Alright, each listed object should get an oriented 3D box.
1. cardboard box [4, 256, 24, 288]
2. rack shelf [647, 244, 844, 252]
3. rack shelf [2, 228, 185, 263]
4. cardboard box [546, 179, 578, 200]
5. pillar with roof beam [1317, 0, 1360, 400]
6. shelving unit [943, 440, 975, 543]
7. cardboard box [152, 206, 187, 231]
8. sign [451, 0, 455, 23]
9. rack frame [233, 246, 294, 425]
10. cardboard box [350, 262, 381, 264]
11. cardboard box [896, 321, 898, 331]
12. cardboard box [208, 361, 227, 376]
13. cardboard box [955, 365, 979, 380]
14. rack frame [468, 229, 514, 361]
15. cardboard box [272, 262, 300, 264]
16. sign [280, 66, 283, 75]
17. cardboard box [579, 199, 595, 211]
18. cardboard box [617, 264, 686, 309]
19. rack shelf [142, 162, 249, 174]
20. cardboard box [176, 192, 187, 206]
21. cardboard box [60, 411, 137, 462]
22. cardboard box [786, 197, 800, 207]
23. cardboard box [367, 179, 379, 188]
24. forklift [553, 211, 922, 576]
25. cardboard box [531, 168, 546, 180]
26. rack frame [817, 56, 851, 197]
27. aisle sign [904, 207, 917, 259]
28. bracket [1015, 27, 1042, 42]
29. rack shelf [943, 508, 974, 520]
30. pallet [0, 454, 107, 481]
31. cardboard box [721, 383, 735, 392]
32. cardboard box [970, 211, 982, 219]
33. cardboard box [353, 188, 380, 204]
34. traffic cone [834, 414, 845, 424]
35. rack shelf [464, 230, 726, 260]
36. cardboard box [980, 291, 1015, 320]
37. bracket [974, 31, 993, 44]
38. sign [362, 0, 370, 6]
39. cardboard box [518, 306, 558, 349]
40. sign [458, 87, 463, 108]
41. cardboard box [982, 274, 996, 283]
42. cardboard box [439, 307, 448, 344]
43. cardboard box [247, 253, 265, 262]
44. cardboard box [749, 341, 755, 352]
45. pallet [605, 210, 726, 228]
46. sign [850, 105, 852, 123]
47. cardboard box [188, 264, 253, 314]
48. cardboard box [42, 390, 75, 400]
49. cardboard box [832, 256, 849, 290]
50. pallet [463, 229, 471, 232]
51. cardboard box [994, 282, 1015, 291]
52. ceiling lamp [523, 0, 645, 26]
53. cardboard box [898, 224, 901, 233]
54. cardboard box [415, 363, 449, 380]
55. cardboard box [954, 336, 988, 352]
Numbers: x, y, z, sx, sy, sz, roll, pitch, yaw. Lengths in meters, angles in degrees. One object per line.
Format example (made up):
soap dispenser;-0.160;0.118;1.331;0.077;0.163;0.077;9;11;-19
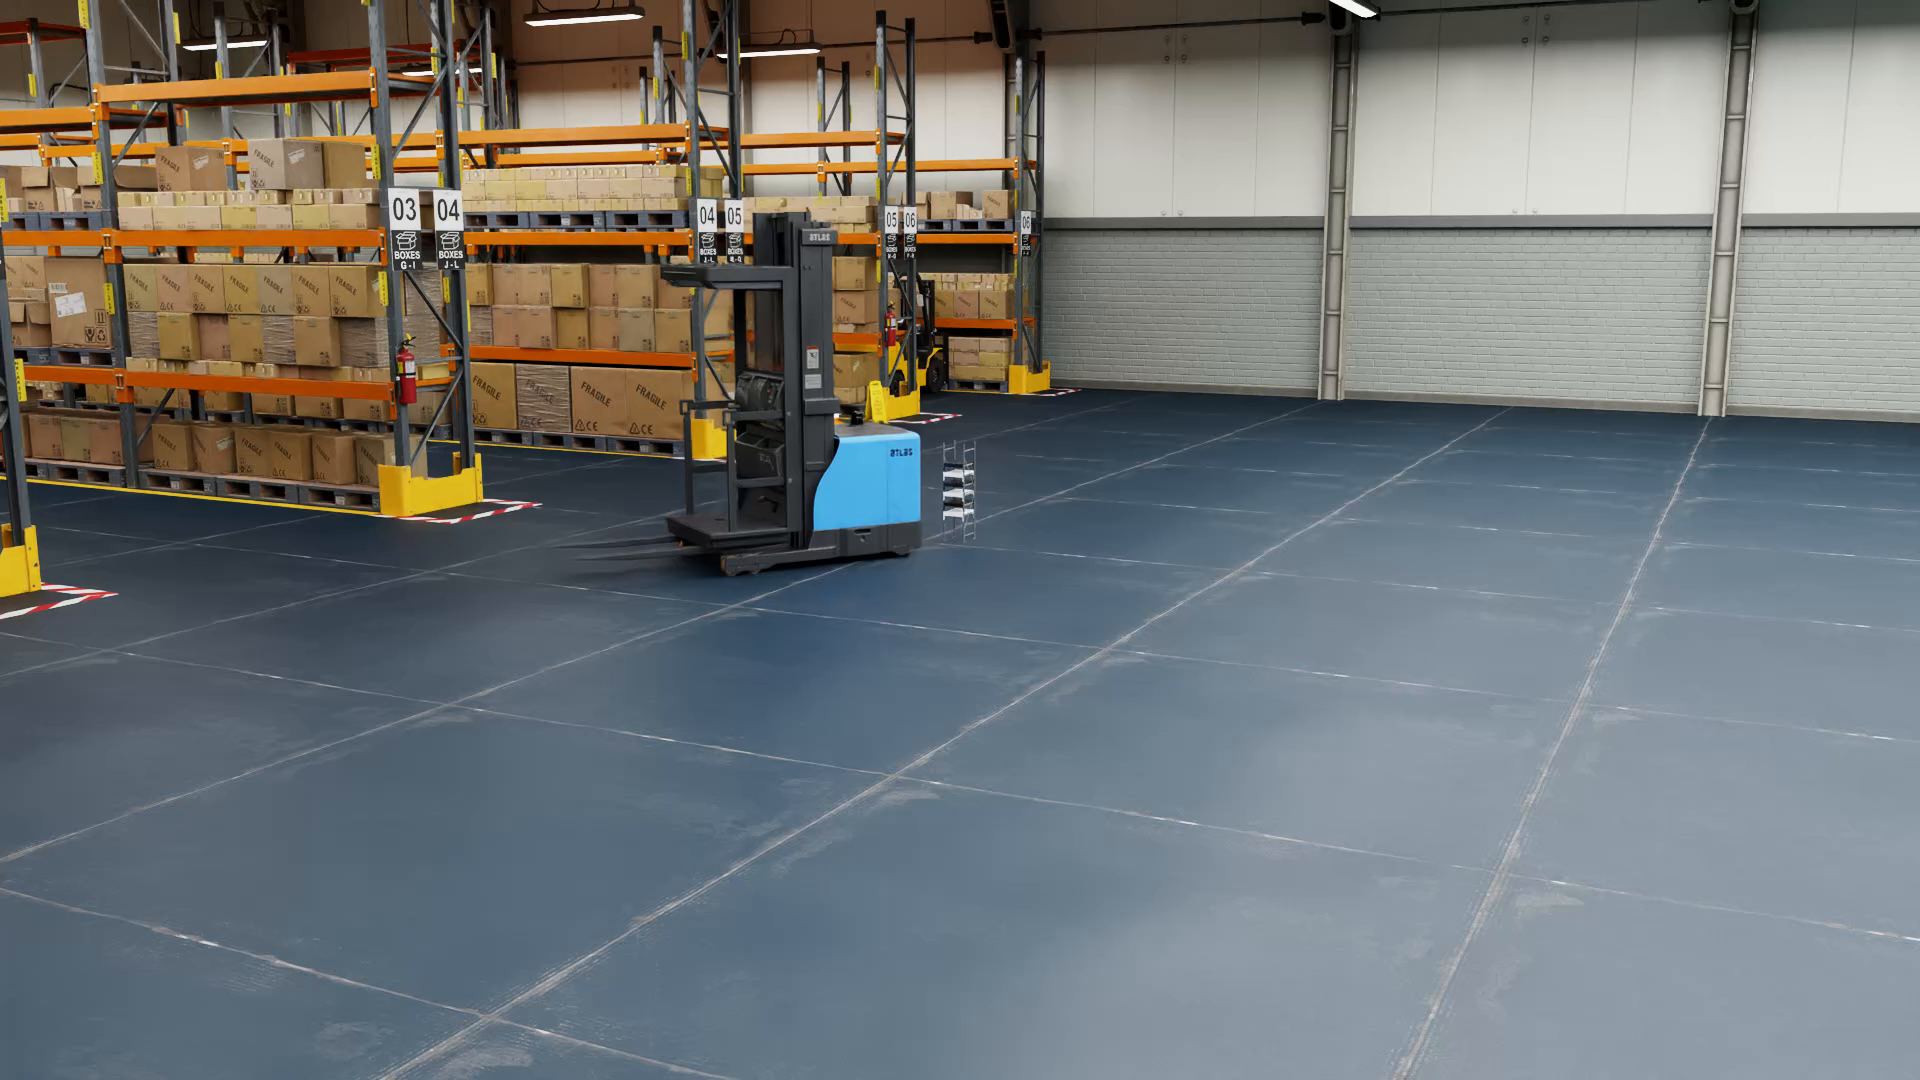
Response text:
cardboard box;-14.823;-4.255;26.394;0.500;0.500;0.500;5;11;24
rack shelf;-4.143;-5.774;32.311;4.000;0.370;1.077;5;11;26
rack shelf;-10.721;-3.399;19.184;4.000;0.370;1.077;5;11;26
cardboard box;-4.967;-4.506;21.405;0.500;0.250;0.500;5;11;26
pillar with roof beam;4.488;-6.170;24.054;0.548;9.000;9.100;5;11;26
shelving unit;-0.007;-0.443;15.154;0.210;0.900;0.258;5;11;26
cardboard box;-8.160;-3.404;17.615;0.500;0.250;0.500;5;11;25
sign;-5.100;-5.341;16.629;0.005;0.325;0.100;5;11;26
rack frame;-10.229;-3.218;24.591;0.127;3.000;1.000;5;11;26
cardboard box;-10.532;-4.717;29.784;0.500;0.500;0.500;5;11;24
cardboard box;-1.168;-3.323;25.873;0.250;0.149;0.380;5;11;26
cardboard box;-7.736;-1.836;17.657;0.250;0.149;0.380;5;11;26
cardboard box;0.235;-3.061;30.260;0.500;0.250;0.500;5;11;26
rack frame;-8.129;-4.017;29.003;0.127;3.000;1.000;5;11;26
cardboard box;-12.262;-4.866;30.608;0.500;0.500;0.500;5;11;25
sign;-9.987;-6.797;24.450;0.005;0.325;0.100;5;11;26
cardboard box;-4.642;-4.269;21.216;0.250;0.149;0.380;5;11;26
cardboard box;-3.904;-3.257;21.352;0.550;0.550;0.875;5;11;26
rack shelf;-13.510;-6.891;31.181;4.000;0.370;1.077;5;11;26
cardboard box;-8.030;-3.595;17.552;0.250;0.149;0.380;5;12;28
cardboard box;-9.888;-1.198;19.210;0.500;0.500;0.700;5;11;25
cardboard box;-2.484;-5.228;25.738;0.250;0.149;0.380;5;11;24
cardboard box;-8.546;-4.907;23.759;0.500;0.500;0.500;5;11;26
forklift;-1.870;-1.254;13.930;3.031;2.935;1.130;-6;12;-29
cardboard box;-5.324;-4.721;21.476;0.250;0.149;0.380;5;11;26
rack frame;-2.349;-7.447;31.109;0.127;3.000;1.000;5;11;26
aisle sign;-0.762;-4.710;25.535;0.004;0.787;0.394;5;11;26
bracket;1.227;-9.012;29.651;0.430;0.232;0.235;5;11;26
rack shelf;-0.007;-0.234;15.192;0.200;0.077;0.258;5;11;26
pallet;-10.724;-0.904;19.632;1.213;0.211;1.003;5;11;26
cardboard box;-3.649;-2.426;26.751;0.500;0.250;0.500;6;12;29
cardboard box;0.360;-5.805;29.703;0.250;0.149;0.380;5;11;24
cardboard box;-5.727;-3.374;16.331;0.250;0.149;0.380;5;11;26
traffic cone;-1.912;-1.966;24.794;0.334;0.463;0.336;5;11;26
rack shelf;-4.848;-3.868;21.775;4.000;0.370;1.077;5;11;26
cardboard box;0.680;-4.226;29.875;0.500;0.500;0.500;5;11;25
bracket;0.483;-9.078;30.013;0.430;0.232;0.235;5;11;26
sign;-5.604;-5.206;15.662;0.005;0.325;0.100;5;11;26
cardboard box;-5.370;-2.849;22.127;0.550;0.550;0.875;5;11;26
sign;-8.372;-7.418;27.880;0.005;0.325;0.100;5;11;26
cardboard box;0.588;-4.703;29.858;0.250;0.149;0.380;5;11;26
cardboard box;-7.228;-2.951;22.832;0.500;0.500;0.500;5;11;25
cardboard box;-13.017;-5.256;30.941;0.250;0.149;0.380;5;11;25
cardboard box;-3.343;-3.074;26.405;0.250;0.149;0.380;6;12;29
pallet;-3.725;-4.077;21.162;1.213;0.211;1.003;5;11;26
sign;-2.082;-8.071;31.491;0.005;0.325;0.100;5;11;26
cardboard box;-7.739;-2.652;17.537;0.500;0.500;0.500;5;11;26
cardboard box;-14.319;-2.314;26.419;0.250;0.149;0.380;5;11;27
cardboard box;-1.960;-4.121;25.652;0.500;0.500;0.700;5;11;26
pallet;-7.486;-4.350;22.955;1.217;0.209;0.805;5;11;24
cardboard box;0.803;-4.531;29.739;0.250;0.149;0.380;5;11;27
ceiling lamp;-5.388;-9.167;24.221;2.000;3.185;0.800;5;11;26
cardboard box;-1.109;-4.817;25.706;0.250;0.149;0.380;5;11;26
cardboard box;-5.490;-1.741;17.132;0.250;0.149;0.380;5;11;26
cardboard box;0.226;-3.551;30.162;0.500;0.250;0.500;5;12;27
